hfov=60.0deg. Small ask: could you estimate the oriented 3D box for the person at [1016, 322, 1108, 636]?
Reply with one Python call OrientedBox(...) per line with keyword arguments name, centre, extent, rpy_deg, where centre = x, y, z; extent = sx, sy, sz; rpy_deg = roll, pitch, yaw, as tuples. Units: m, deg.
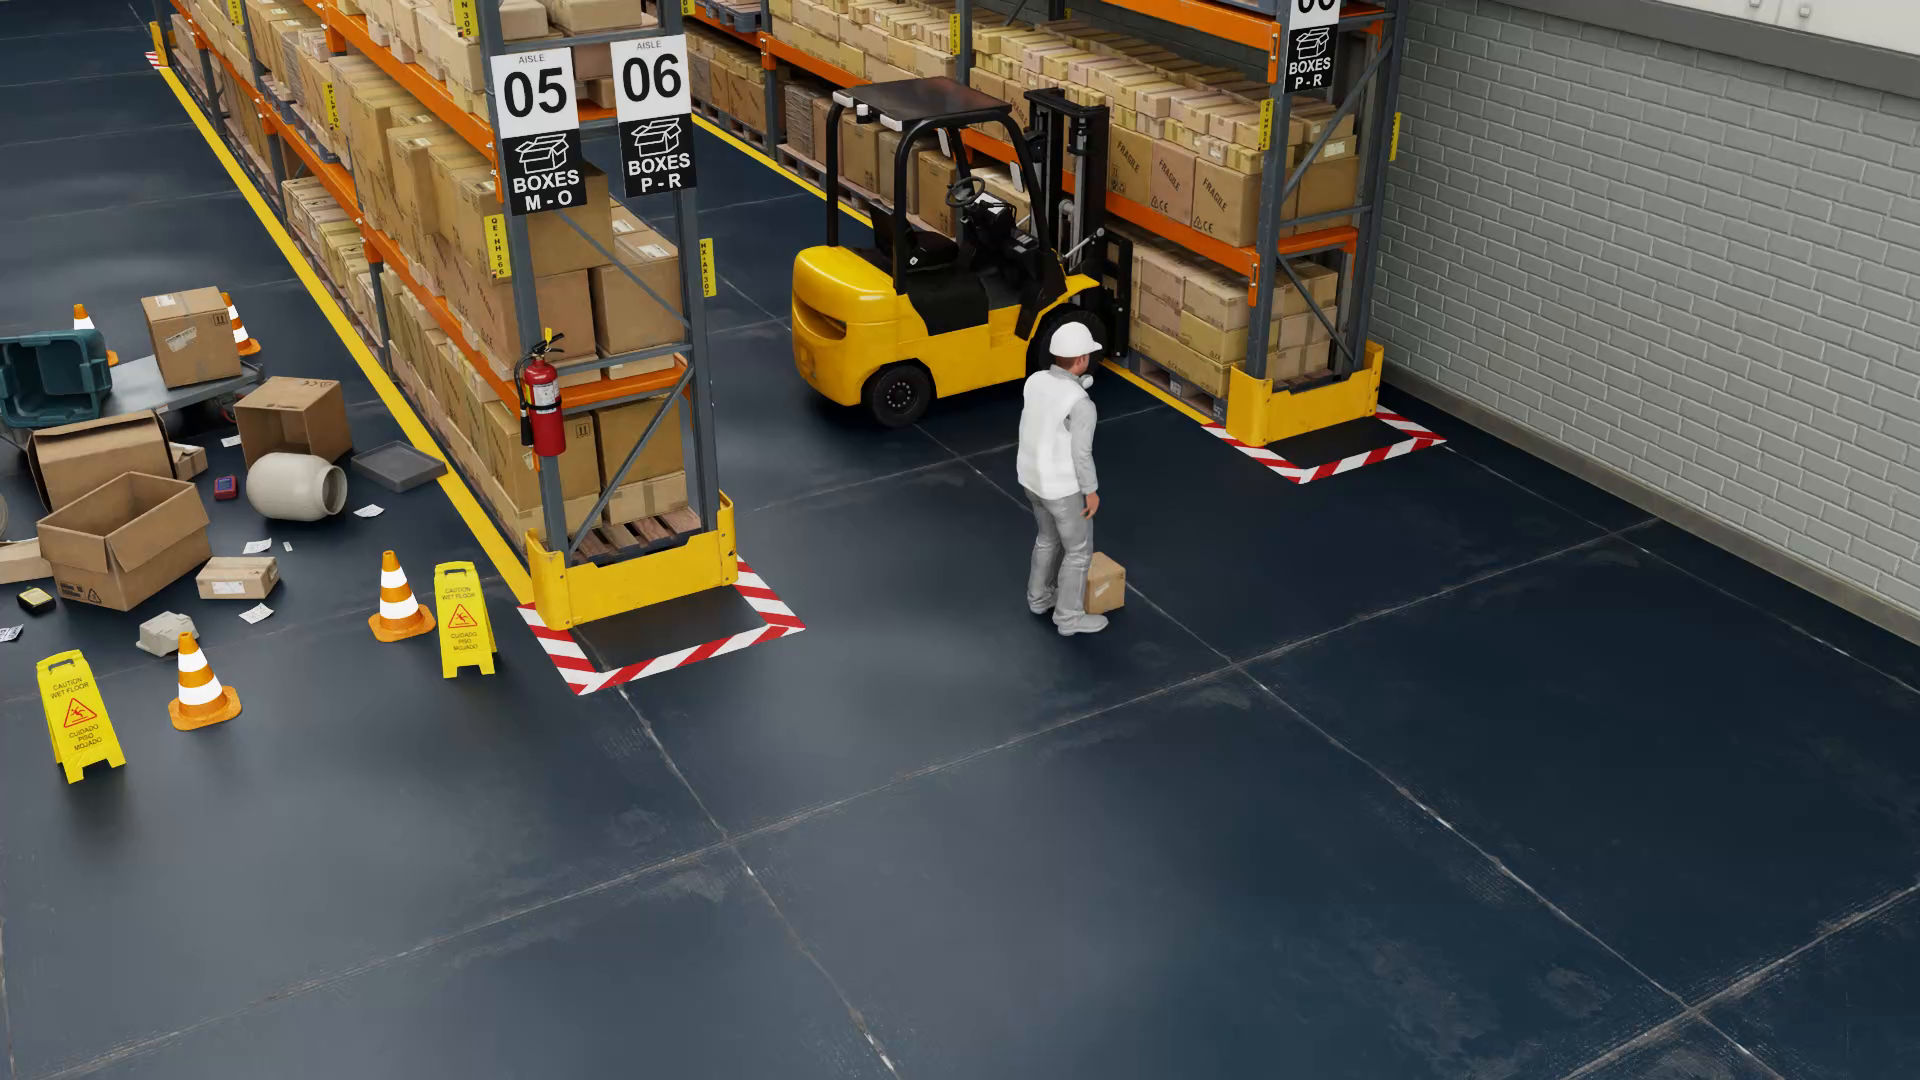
OrientedBox(name="person", centre=(0.557, -0.342, 9.161), extent=(0.466, 1.769, 0.579), rpy_deg=(-17, 33, -28))
